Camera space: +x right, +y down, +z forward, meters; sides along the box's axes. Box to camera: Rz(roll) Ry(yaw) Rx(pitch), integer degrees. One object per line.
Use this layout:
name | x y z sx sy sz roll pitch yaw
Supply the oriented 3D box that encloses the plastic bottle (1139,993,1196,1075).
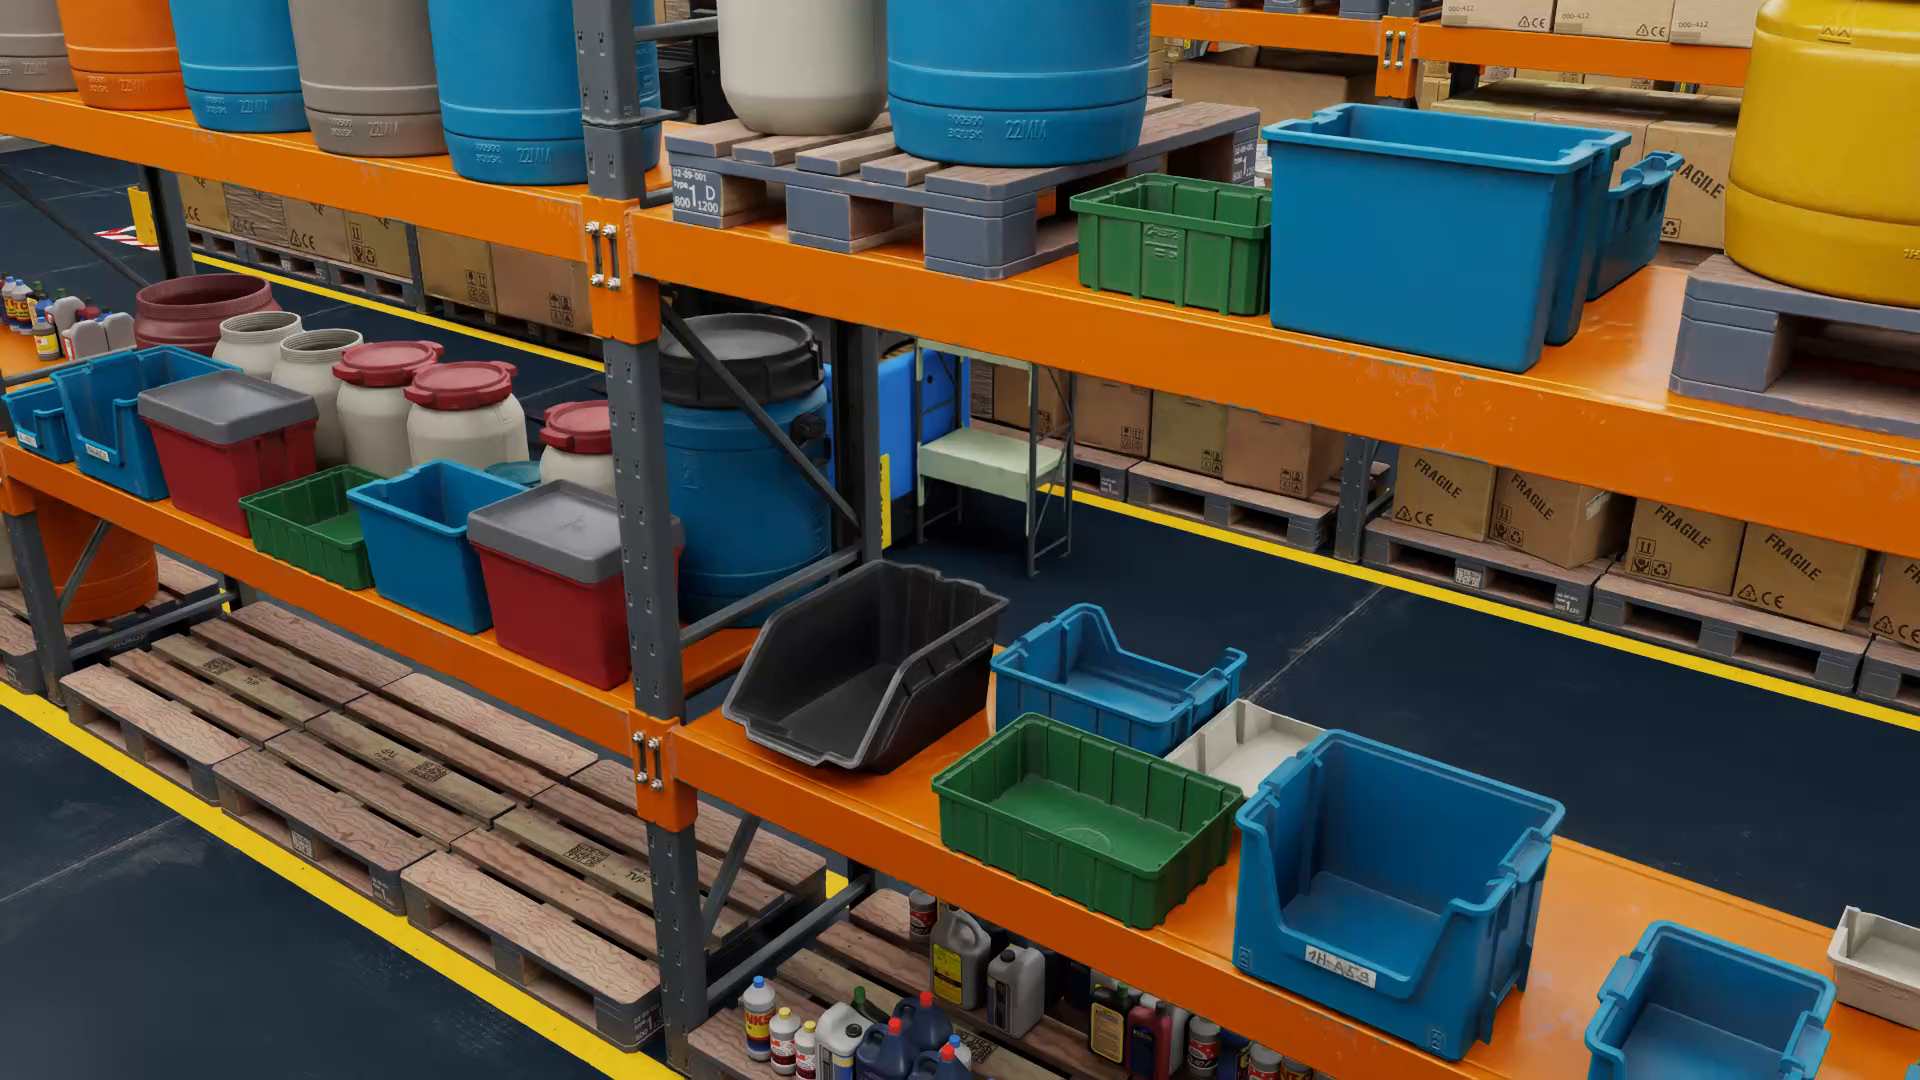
plastic bottle | 0.627 1.457 5.055 0.135 0.276 0.152 17 29 34

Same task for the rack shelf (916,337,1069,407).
rack shelf | 0.182 -0.995 8.679 0.720 0.370 0.431 16 28 32

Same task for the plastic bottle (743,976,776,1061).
plastic bottle | -0.609 1.450 5.077 0.097 0.271 0.097 0 24 0

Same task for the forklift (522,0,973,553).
forklift | -1.421 -1.714 9.505 3.031 2.935 1.130 16 28 32

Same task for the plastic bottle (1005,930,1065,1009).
plastic bottle | 0.241 1.304 5.309 0.185 0.351 0.144 15 28 31

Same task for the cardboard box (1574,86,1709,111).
cardboard box | 3.296 -1.913 8.138 0.500 0.500 0.500 17 29 33

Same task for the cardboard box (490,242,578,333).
cardboard box | -2.792 -2.204 12.647 0.875 0.875 1.225 16 28 32

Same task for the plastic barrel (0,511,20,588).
plastic barrel | -4.709 -0.057 8.224 0.421 0.512 0.421 0 24 0

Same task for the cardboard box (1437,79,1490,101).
cardboard box | 4.039 -3.320 12.940 0.500 0.500 0.500 17 29 34

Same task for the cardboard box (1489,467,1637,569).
cardboard box | 3.129 -0.216 8.600 0.500 0.500 0.500 -16 28 -31

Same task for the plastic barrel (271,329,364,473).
plastic barrel | -2.513 -0.553 6.645 0.421 0.512 0.421 0 24 0

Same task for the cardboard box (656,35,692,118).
cardboard box | -1.926 -3.226 11.484 0.637 0.503 0.797 18 29 34

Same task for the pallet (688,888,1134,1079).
pallet | -0.088 1.636 5.275 1.213 0.211 1.003 17 29 33

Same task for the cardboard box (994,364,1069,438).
cardboard box | 0.626 -1.018 10.395 0.500 0.500 0.700 20 31 38

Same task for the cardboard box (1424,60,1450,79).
cardboard box | 3.804 -3.980 13.198 0.500 0.500 0.700 16 29 33

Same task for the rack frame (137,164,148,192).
rack frame | -7.233 -4.316 15.325 0.127 3.000 1.000 17 29 33

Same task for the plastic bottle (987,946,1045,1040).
plastic bottle | 0.172 1.392 5.202 0.135 0.276 0.152 17 29 33

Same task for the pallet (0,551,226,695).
pallet | -4.457 0.316 8.271 1.213 0.211 1.003 17 29 33

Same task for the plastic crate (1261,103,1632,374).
plastic crate | 0.894 -0.578 3.141 0.575 0.384 0.392 17 29 33

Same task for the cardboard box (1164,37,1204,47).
cardboard box | 1.967 -4.482 14.754 0.250 0.149 0.380 17 29 33

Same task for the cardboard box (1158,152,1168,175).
cardboard box | 0.927 -2.043 9.517 0.637 0.503 0.797 20 31 38

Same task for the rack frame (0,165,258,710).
rack frame | -3.802 -0.783 7.307 0.127 3.000 1.000 17 29 33

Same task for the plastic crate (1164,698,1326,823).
plastic crate | 0.851 0.616 4.459 0.437 0.136 0.530 17 29 33

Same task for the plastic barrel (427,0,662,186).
plastic barrel | -1.138 -1.471 4.526 0.708 0.901 0.600 17 29 33

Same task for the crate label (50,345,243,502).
crate label | -3.169 -0.472 6.557 0.616 0.435 0.502 17 29 33

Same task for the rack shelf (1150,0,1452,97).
rack shelf | 0.769 -2.941 9.376 4.000 0.370 1.077 17 29 33

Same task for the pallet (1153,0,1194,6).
pallet | 1.108 -3.134 9.155 1.003 0.211 1.213 17 29 33

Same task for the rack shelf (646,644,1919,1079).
rack shelf | 1.000 0.997 4.159 4.000 0.370 1.077 17 29 33

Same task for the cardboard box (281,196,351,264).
cardboard box | -5.232 -2.971 14.388 0.875 0.875 0.875 17 29 33

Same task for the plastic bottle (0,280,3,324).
plastic bottle | -4.954 -1.249 8.525 0.097 0.271 0.097 0 24 0

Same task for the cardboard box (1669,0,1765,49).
cardboard box | 3.394 -2.276 7.162 0.500 0.250 0.500 16 28 31

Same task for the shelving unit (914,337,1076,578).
shelving unit | 0.182 -0.637 8.837 0.755 1.500 0.431 16 28 32

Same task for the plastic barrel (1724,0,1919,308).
plastic barrel | 1.612 -0.734 2.722 0.600 0.588 0.600 0 24 0

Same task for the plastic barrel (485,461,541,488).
plastic barrel | -1.568 -0.122 5.978 0.301 0.262 0.301 0 24 0

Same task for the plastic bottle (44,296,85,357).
plastic bottle | -4.324 -1.047 8.060 0.135 0.276 0.152 17 29 33

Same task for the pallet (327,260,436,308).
pallet | -4.593 -2.281 14.166 1.213 0.211 1.003 17 29 33

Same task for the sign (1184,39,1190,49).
sign | 1.907 -4.273 13.890 0.005 0.325 0.100 17 29 33

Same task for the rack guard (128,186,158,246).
rack guard | -7.252 -3.178 15.842 0.348 0.500 1.175 17 29 33

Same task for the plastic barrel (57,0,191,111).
plastic barrel | -2.751 -1.925 5.647 0.708 0.830 0.600 17 29 33

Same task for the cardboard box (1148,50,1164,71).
cardboard box | 1.556 -4.143 14.354 0.250 0.149 0.380 18 29 34

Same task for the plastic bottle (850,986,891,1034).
plastic bottle | -0.270 1.479 4.996 0.133 0.283 0.061 17 29 33

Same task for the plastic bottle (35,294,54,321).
plastic bottle | -4.437 -1.062 8.100 0.097 0.271 0.097 0 24 0

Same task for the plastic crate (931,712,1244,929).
plastic crate | 0.316 0.701 4.203 0.662 0.188 0.450 17 29 33

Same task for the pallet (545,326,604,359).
pallet | -2.389 -1.615 12.654 1.213 0.211 1.003 17 29 33

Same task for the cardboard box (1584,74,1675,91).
cardboard box | 5.025 -3.611 12.362 0.500 0.500 0.700 16 29 32

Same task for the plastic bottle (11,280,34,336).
plastic bottle | -4.692 -1.170 8.345 0.097 0.271 0.097 0 24 0

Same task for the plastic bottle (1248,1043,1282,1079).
plastic bottle | 0.903 1.561 4.913 0.097 0.201 0.097 0 24 0

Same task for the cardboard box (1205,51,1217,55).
cardboard box | 3.183 -5.426 19.958 0.875 0.875 0.875 18 29 35

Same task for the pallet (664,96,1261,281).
pallet | 0.035 -0.959 4.221 1.003 0.211 1.213 17 29 33

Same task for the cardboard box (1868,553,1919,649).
cardboard box | 4.582 0.215 7.621 0.500 0.500 0.500 -17 29 -34

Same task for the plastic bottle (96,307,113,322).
plastic bottle | -4.030 -0.970 7.891 0.097 0.271 0.097 0 24 0

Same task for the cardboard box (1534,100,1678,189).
cardboard box | 2.978 -1.742 7.750 0.500 0.500 0.500 17 29 33

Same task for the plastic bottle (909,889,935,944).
plastic bottle | -0.124 1.251 5.616 0.097 0.201 0.097 0 24 0

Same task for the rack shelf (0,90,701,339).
rack shelf | -2.201 -1.343 5.750 4.000 0.370 1.077 17 29 33

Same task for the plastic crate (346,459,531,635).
plastic crate | -1.670 0.025 5.493 0.575 0.384 0.392 17 29 33

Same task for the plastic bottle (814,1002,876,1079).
plastic bottle | -0.334 1.517 4.919 0.135 0.276 0.152 18 30 35

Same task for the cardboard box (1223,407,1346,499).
cardboard box | 1.891 -0.627 9.507 0.500 0.500 0.700 14 28 29

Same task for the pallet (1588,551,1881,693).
pallet | 3.909 0.308 8.289 1.213 0.211 1.003 17 29 33

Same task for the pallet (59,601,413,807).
pallet | -3.205 0.693 7.416 1.213 0.211 1.003 17 29 33
